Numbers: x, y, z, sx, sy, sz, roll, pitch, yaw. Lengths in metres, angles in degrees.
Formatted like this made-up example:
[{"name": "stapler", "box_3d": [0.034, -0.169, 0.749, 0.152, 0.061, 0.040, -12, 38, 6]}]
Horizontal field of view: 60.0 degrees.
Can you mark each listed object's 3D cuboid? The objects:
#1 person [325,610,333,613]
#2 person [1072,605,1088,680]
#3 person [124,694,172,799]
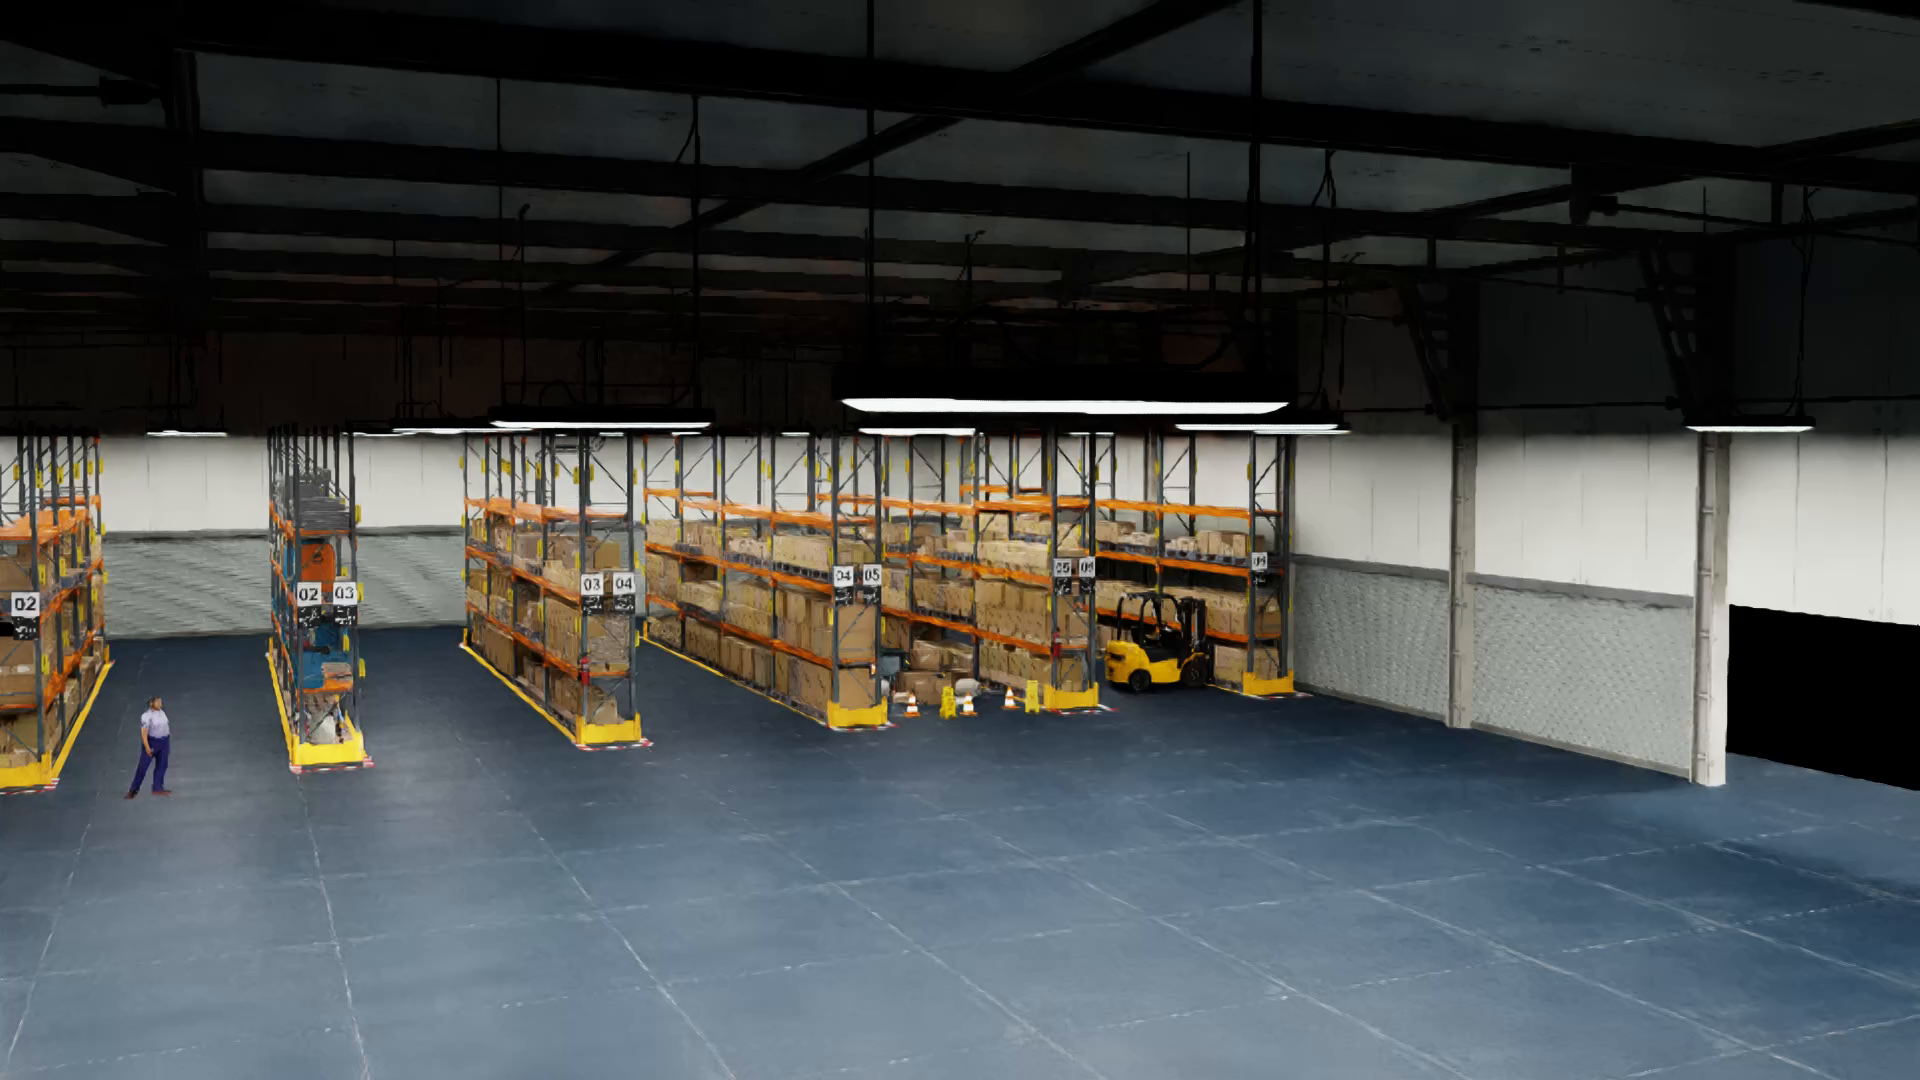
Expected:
[{"name": "person", "box_3d": [-18.186, 1.951, 47.391, 0.521, 1.758, 0.715, 2, 4, 25]}, {"name": "person", "box_3d": [2.755, 2.428, 39.443, 0.543, 1.756, 0.631, 0, 3, 1]}, {"name": "person", "box_3d": [-12.971, 3.289, 26.520, 0.496, 1.642, 0.680, 1, 4, 19]}]
